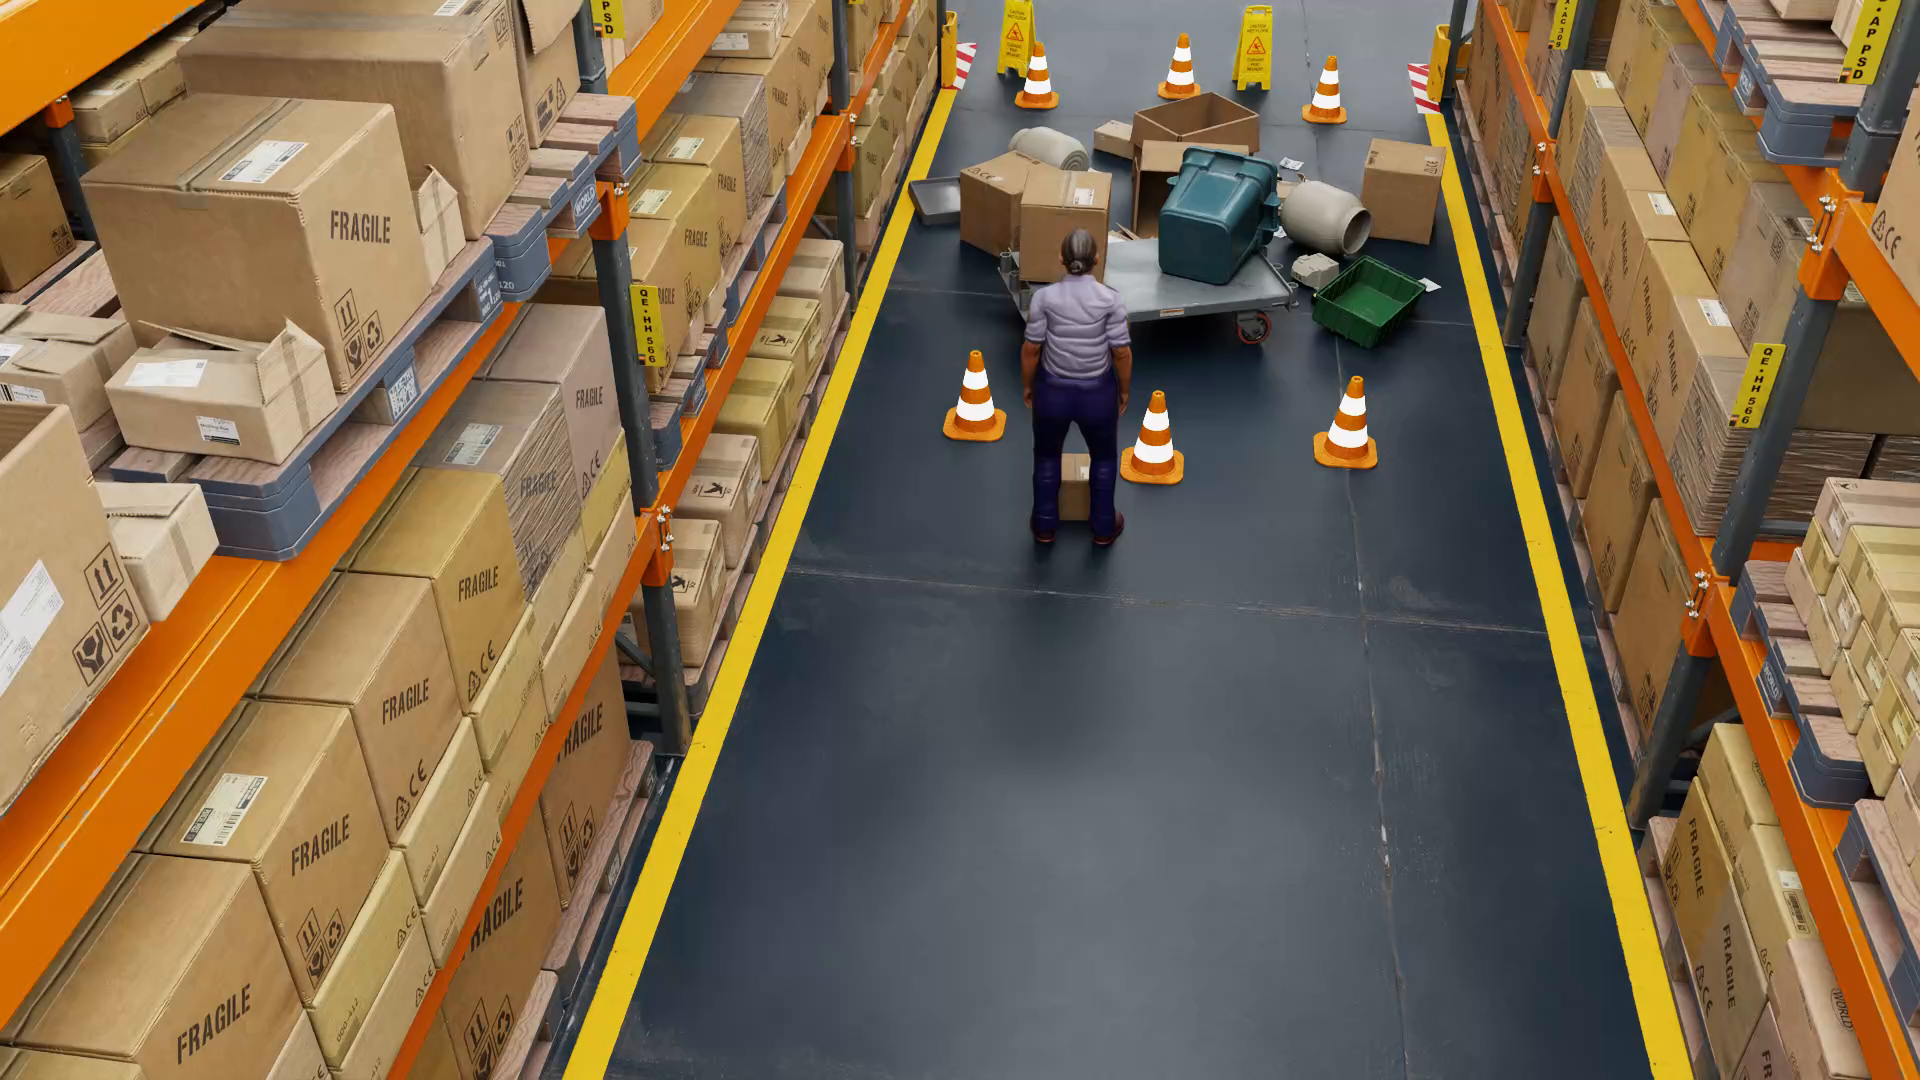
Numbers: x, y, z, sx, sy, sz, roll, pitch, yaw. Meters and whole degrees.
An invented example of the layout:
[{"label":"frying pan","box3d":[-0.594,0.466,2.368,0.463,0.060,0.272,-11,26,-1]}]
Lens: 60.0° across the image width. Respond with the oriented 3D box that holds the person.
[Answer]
[{"label":"person","box3d":[0.562,-0.699,7.994,0.541,1.652,0.368,4,37,6]}]
